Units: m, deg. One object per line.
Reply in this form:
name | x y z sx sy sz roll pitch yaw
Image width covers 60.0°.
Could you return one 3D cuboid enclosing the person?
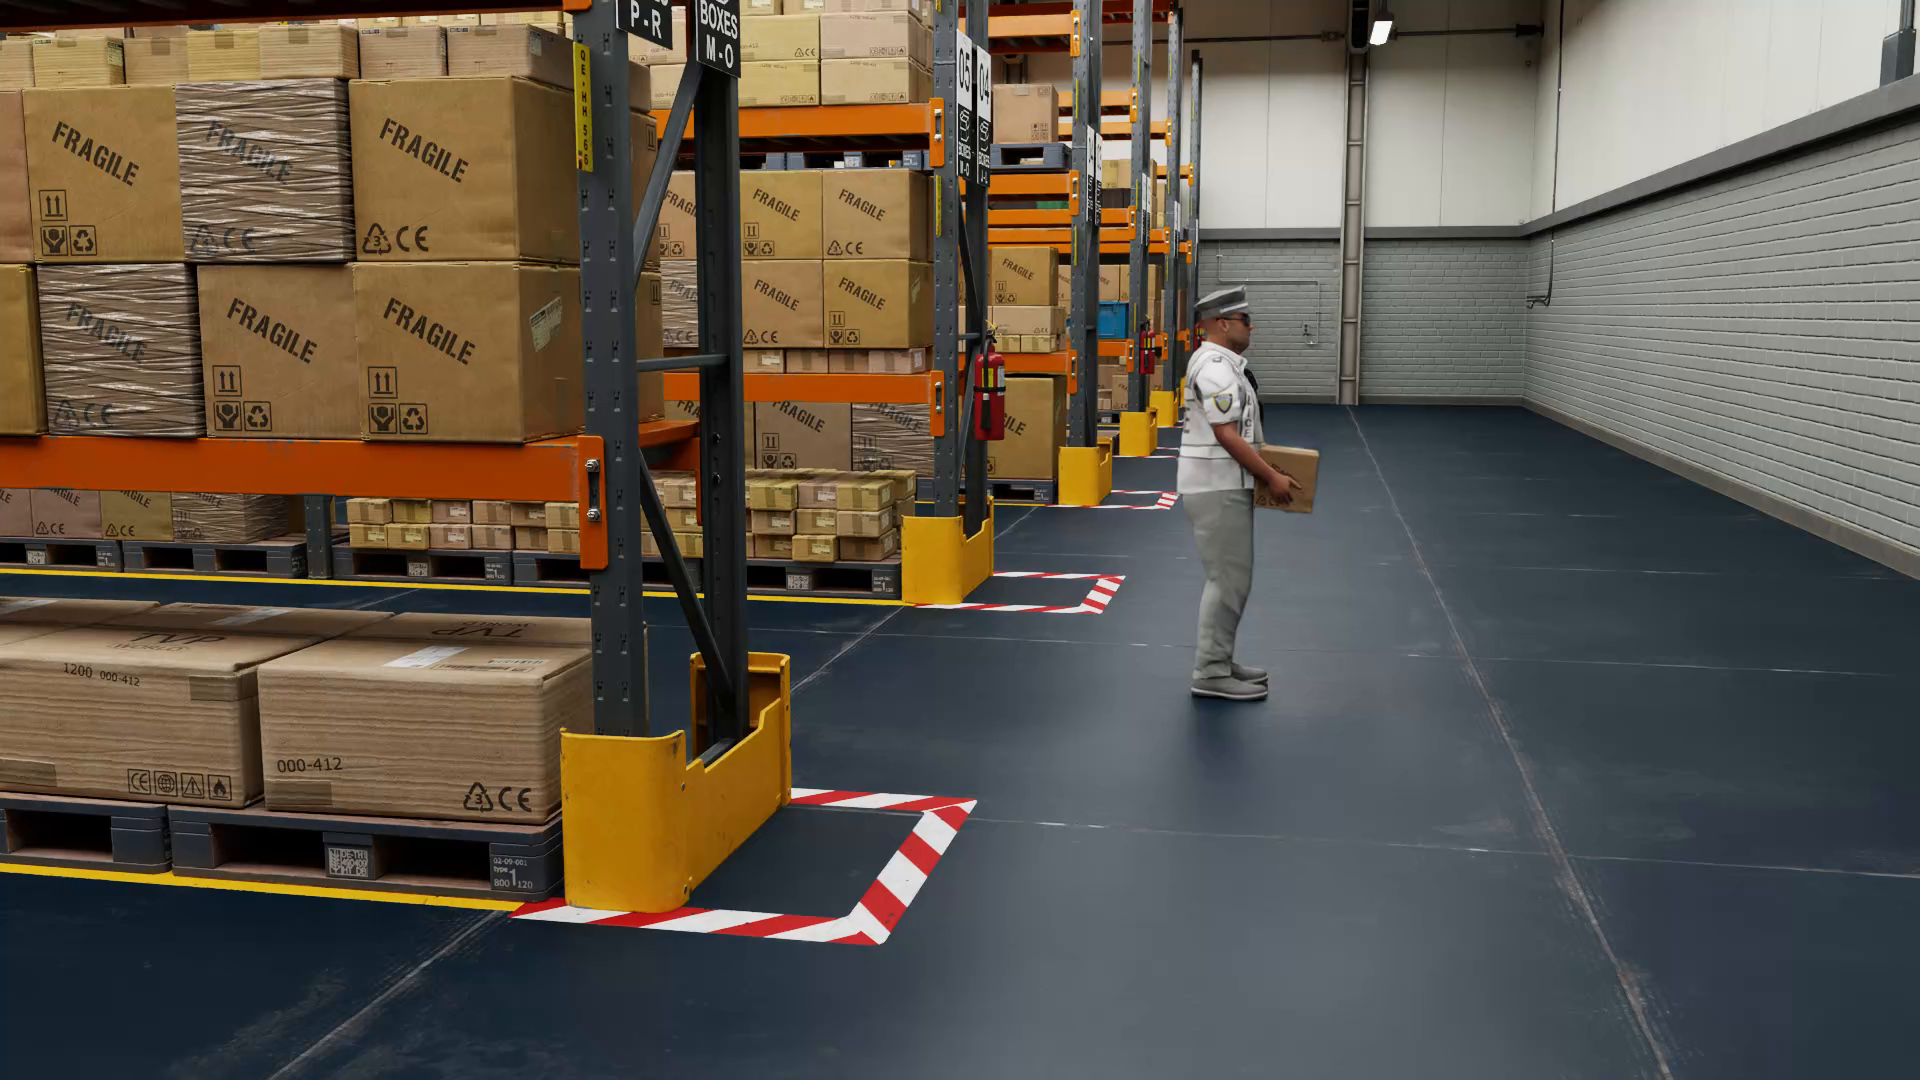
person | 1.218 -0.218 7.260 0.536 1.774 0.524 2 8 11
